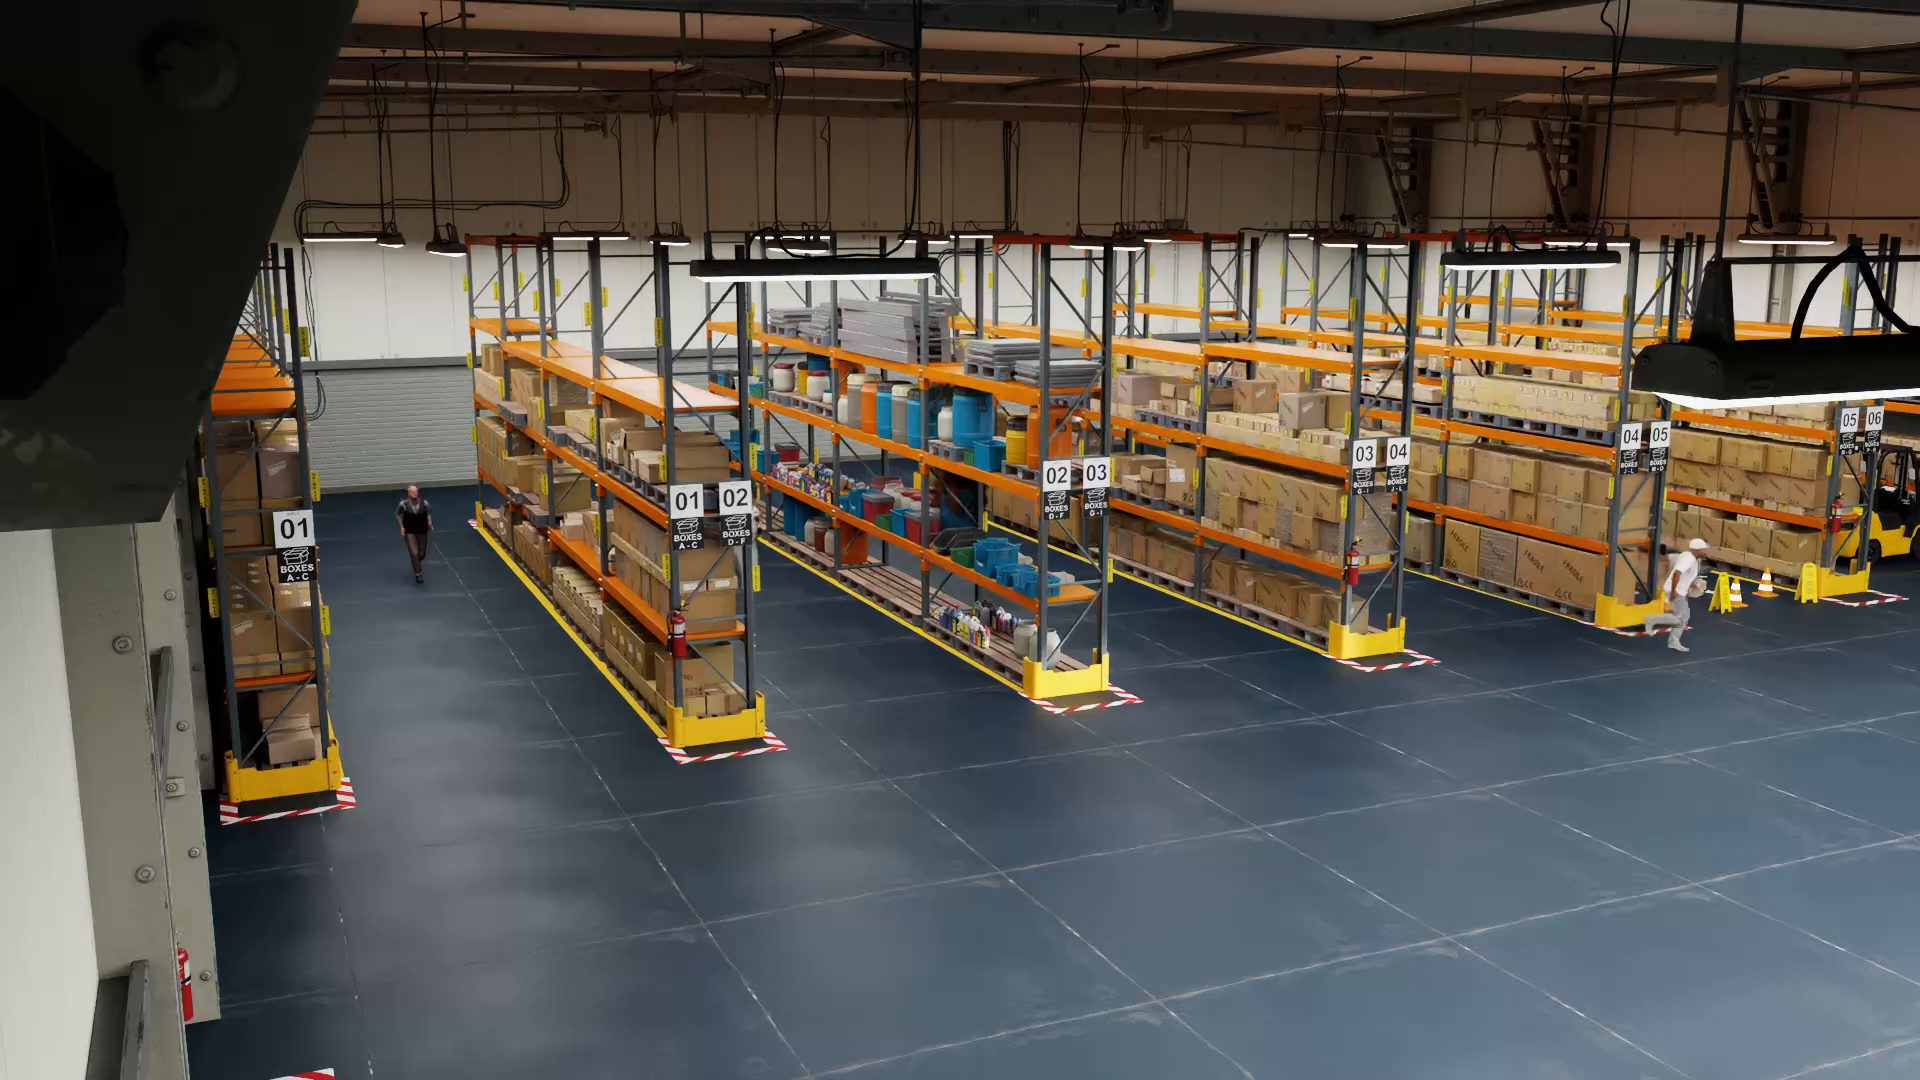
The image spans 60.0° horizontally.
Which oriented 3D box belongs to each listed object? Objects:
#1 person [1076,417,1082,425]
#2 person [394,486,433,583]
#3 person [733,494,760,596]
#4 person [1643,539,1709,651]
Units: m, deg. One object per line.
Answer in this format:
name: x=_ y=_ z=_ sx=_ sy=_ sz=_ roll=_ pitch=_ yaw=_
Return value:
person: x=2.851 y=-2.065 z=39.288 sx=0.661 sy=1.731 sz=0.585 roll=-3 pitch=11 yaw=-16
person: x=-9.649 y=-0.129 z=29.408 sx=0.647 sy=1.698 sz=0.829 roll=-6 pitch=13 yaw=-30
person: x=-3.462 y=0.074 z=26.845 sx=0.654 sy=1.710 sz=0.731 roll=-6 pitch=13 yaw=-30
person: x=10.610 y=0.801 z=24.675 sx=0.845 sy=1.693 sz=0.686 roll=3 pitch=11 yaw=14
